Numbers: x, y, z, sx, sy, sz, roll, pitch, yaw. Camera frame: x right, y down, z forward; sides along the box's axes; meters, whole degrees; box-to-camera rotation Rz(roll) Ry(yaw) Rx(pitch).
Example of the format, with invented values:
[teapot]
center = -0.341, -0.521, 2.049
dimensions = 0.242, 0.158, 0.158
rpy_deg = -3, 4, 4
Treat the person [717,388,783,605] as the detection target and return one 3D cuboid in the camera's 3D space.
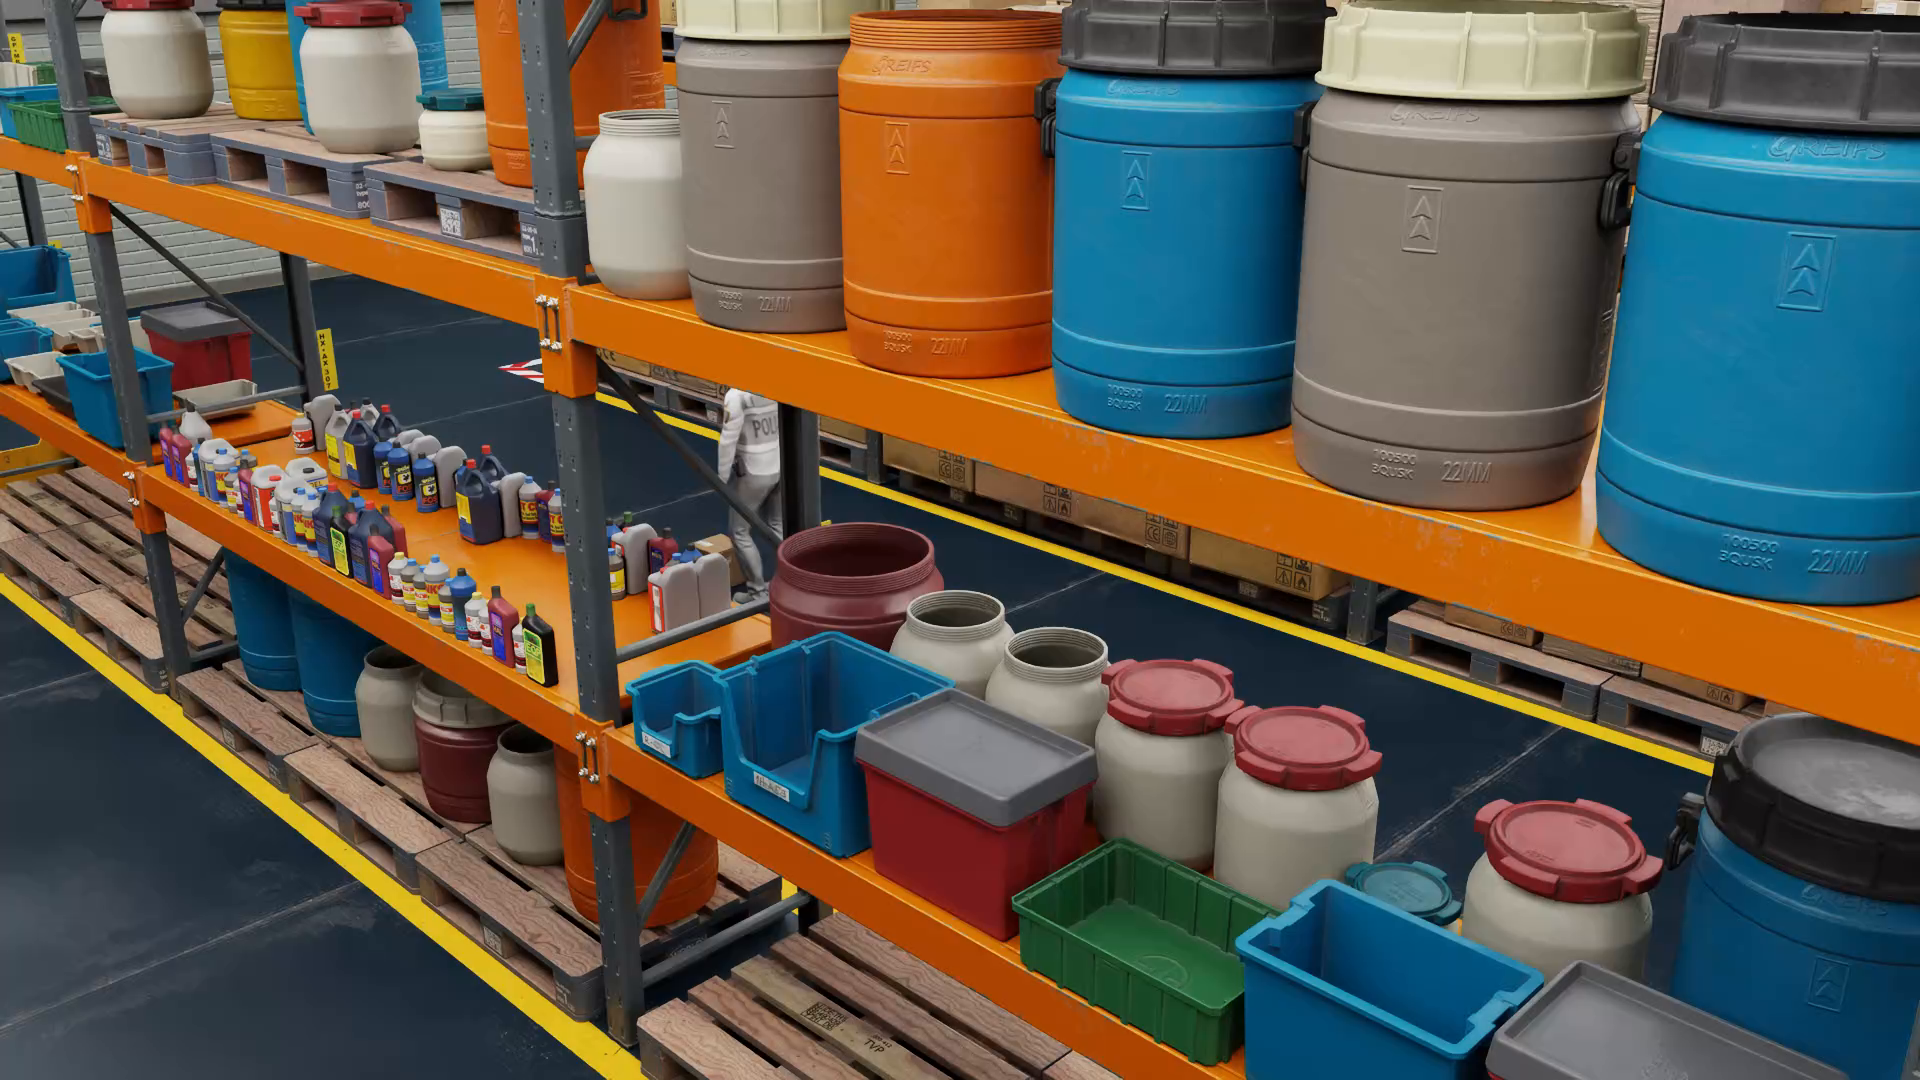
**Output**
[person]
center = -1.184, -0.390, 9.670
dimensions = 0.496, 1.635, 0.428
rpy_deg = -19, 28, -41
